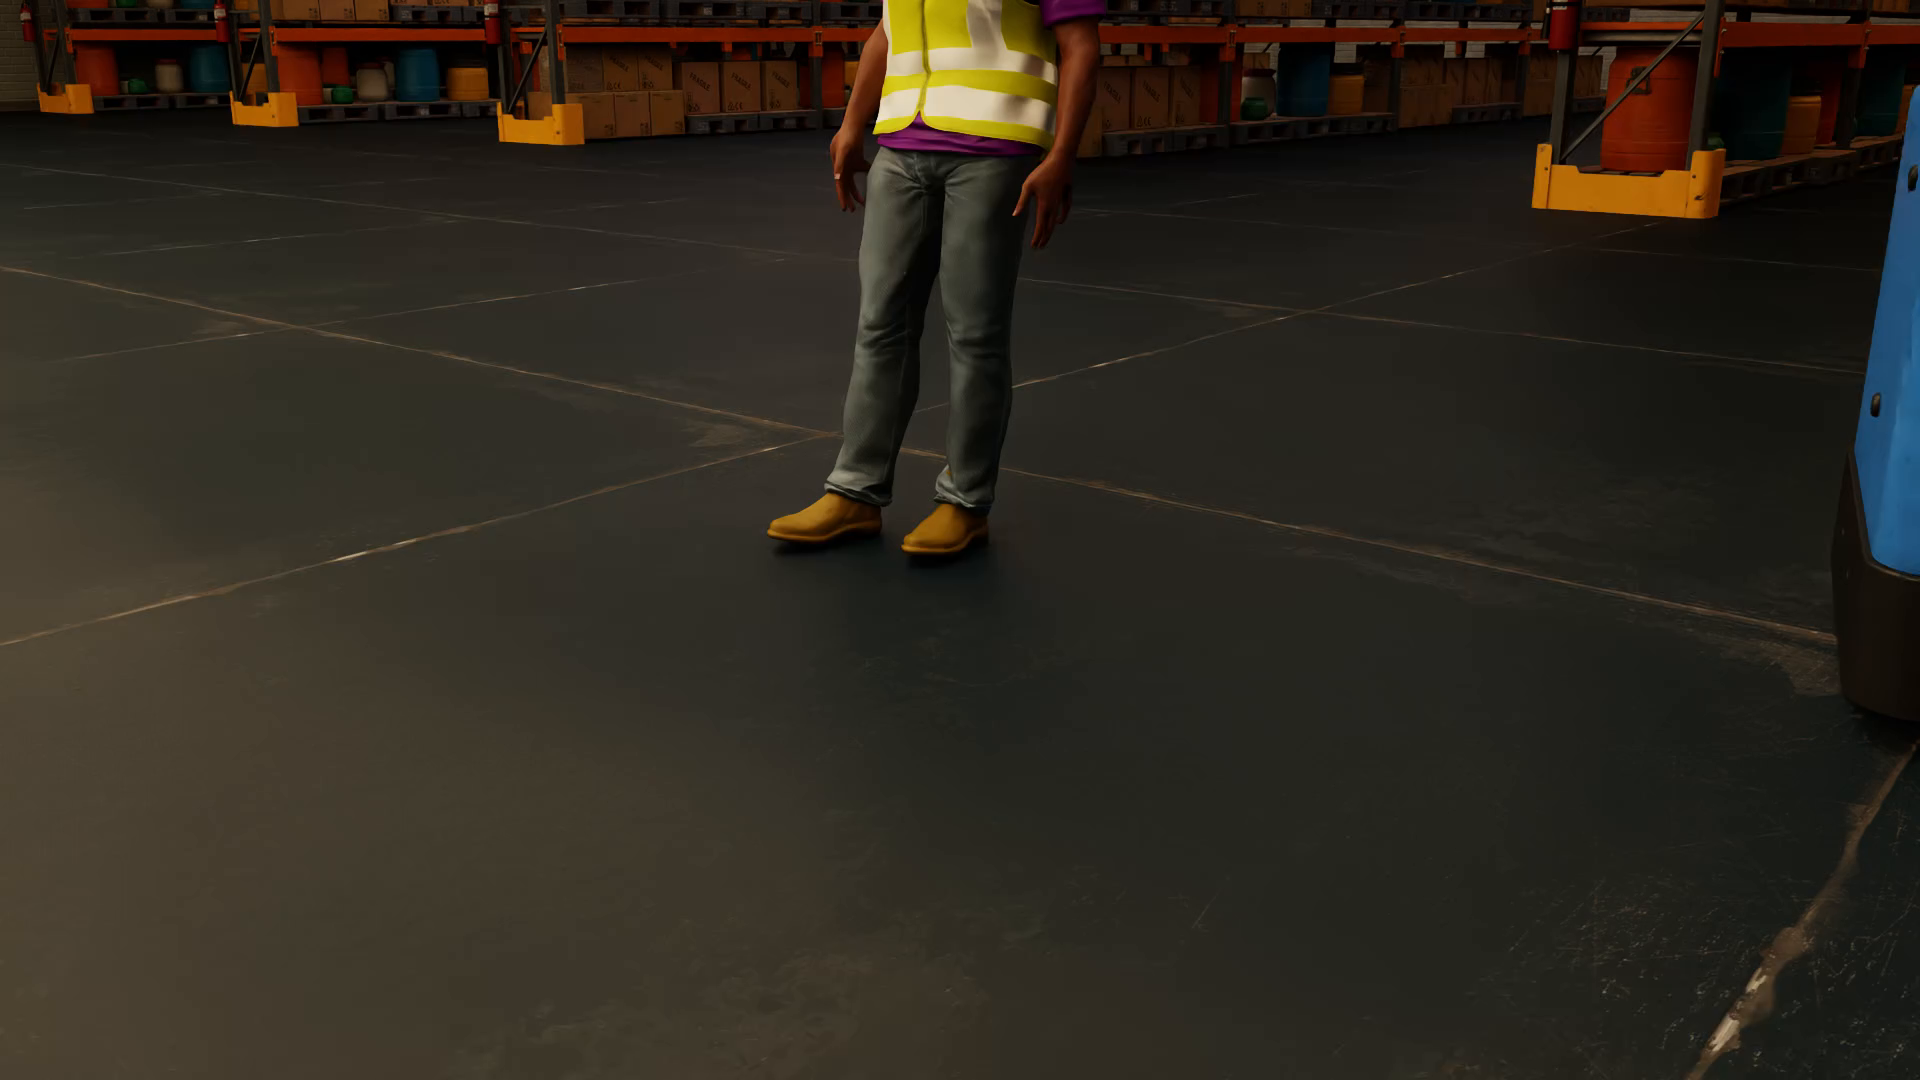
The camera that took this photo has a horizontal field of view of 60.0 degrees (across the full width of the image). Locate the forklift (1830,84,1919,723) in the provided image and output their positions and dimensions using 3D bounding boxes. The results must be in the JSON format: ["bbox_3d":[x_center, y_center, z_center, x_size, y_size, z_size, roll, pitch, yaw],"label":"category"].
[{"bbox_3d":[3.057,-0.997,2.180,3.031,2.935,1.130,8,19,24],"label":"forklift"}]

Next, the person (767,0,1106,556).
[{"bbox_3d":[-0.049,-0.838,3.635,0.665,1.768,0.575,13,21,37],"label":"person"}]
